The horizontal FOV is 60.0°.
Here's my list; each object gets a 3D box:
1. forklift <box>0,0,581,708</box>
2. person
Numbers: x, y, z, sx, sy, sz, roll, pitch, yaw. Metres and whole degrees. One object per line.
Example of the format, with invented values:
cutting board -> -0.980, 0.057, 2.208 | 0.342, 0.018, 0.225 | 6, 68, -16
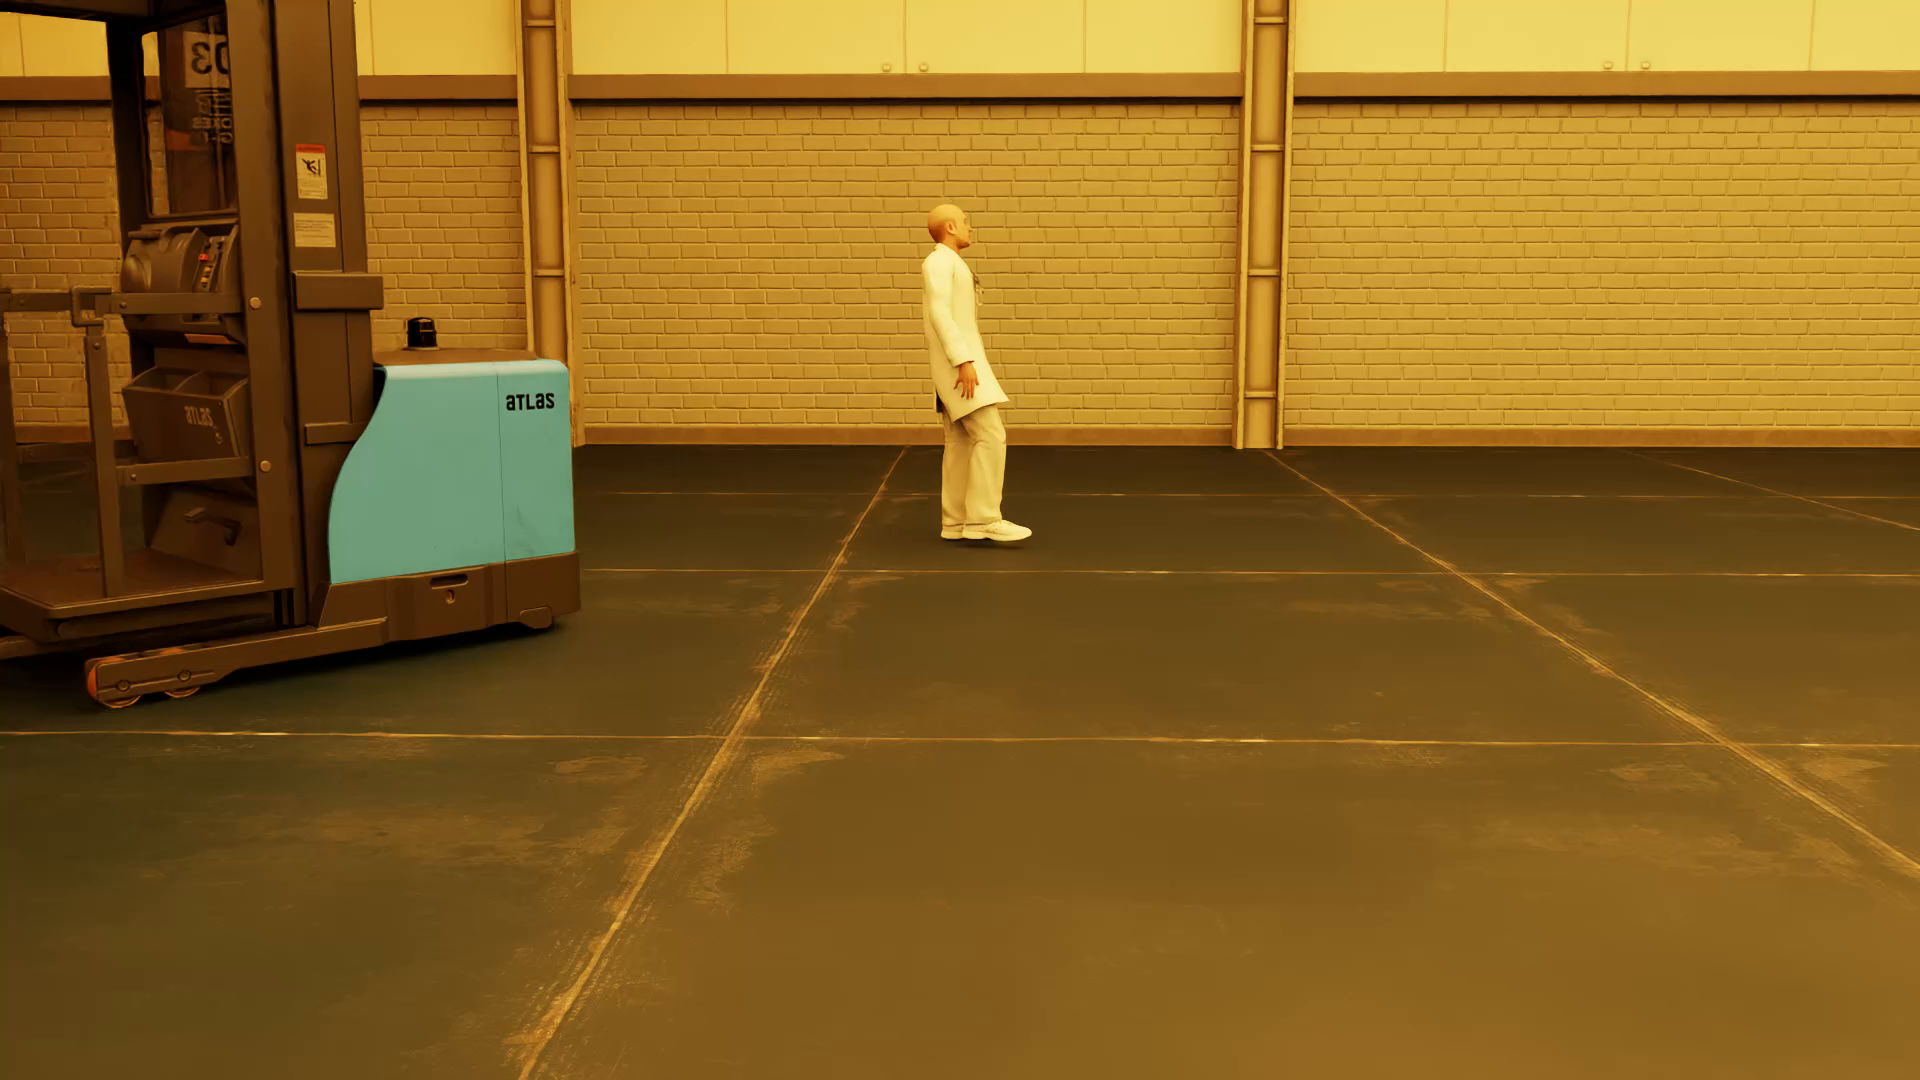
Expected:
forklift -> -2.914, -0.988, 5.761 | 1.130, 2.935, 3.031 | 8, 12, 44
person -> 0.092, -0.885, 8.861 | 0.579, 1.778, 0.696 | 0, 9, 1
